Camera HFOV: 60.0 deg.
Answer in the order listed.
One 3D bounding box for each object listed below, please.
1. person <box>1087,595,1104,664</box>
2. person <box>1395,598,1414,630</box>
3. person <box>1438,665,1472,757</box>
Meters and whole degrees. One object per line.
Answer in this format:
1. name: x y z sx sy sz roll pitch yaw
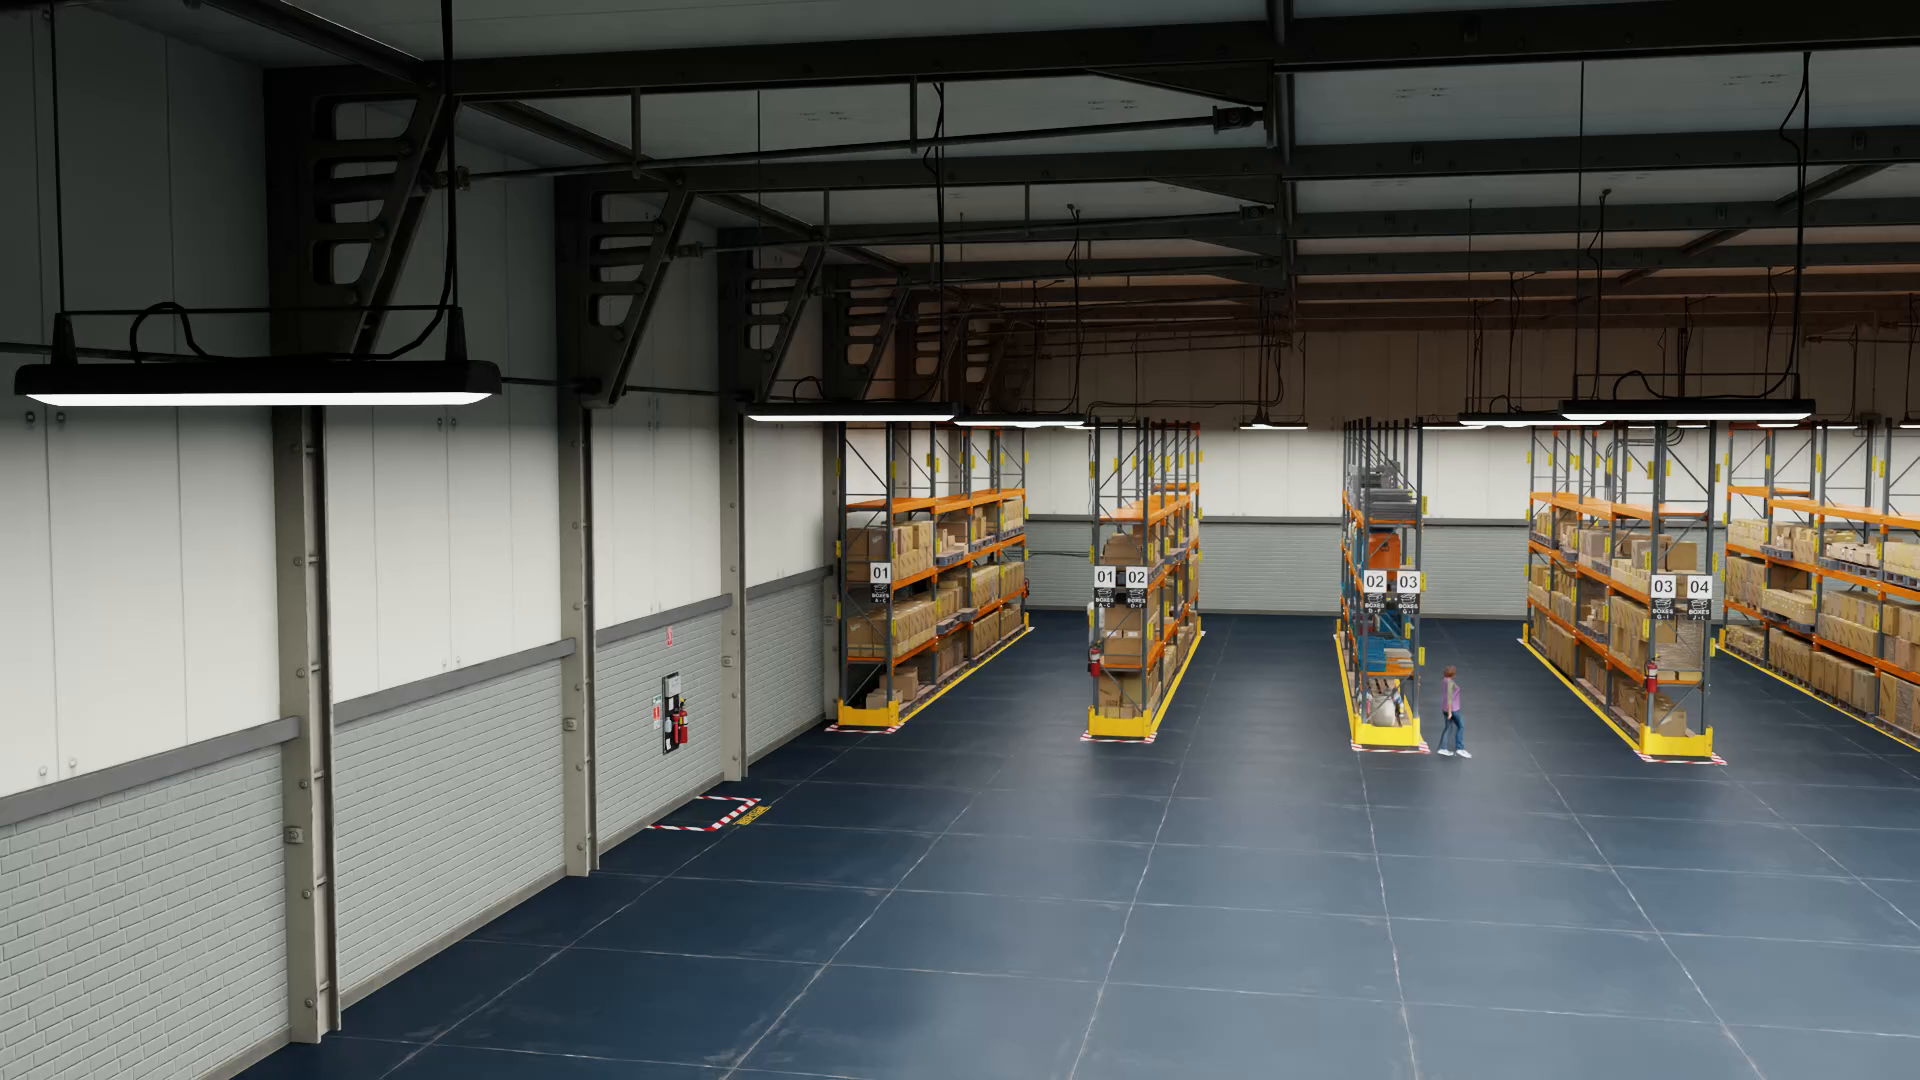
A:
1. person: 3.402 2.168 41.199 0.622 1.775 0.705 1 4 21
2. person: 12.788 1.765 48.219 1.014 1.667 0.529 3 5 42
3. person: 8.728 3.024 29.429 0.556 1.613 0.440 0 4 -7
